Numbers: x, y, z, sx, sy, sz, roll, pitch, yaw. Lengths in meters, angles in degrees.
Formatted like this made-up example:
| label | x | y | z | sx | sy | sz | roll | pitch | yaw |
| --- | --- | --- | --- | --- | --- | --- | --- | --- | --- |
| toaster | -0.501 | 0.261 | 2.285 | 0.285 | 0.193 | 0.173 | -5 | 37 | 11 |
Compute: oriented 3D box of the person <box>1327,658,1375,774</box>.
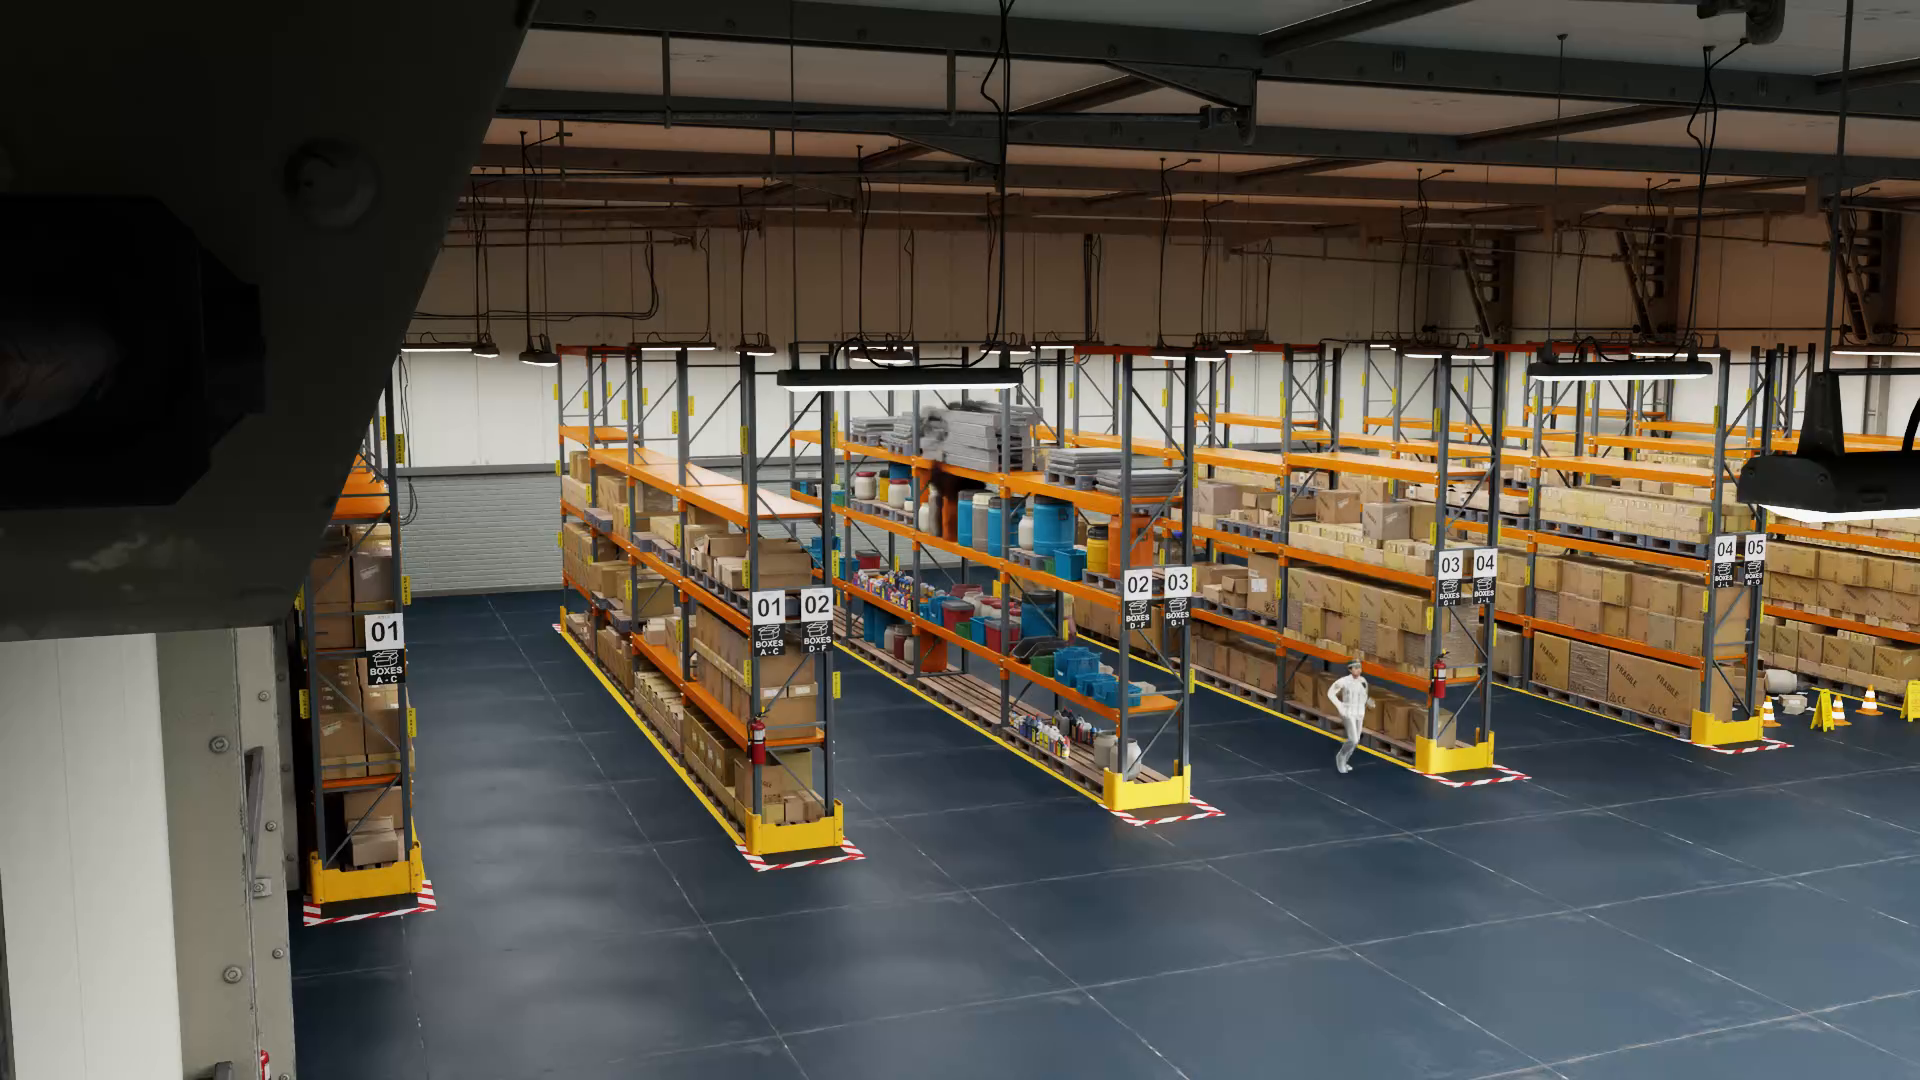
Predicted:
| label | x | y | z | sx | sy | sz | roll | pitch | yaw |
| --- | --- | --- | --- | --- | --- | --- | --- | --- | --- |
| person | 5.614 | 2.505 | 23.695 | 0.613 | 1.670 | 0.609 | -3 | 8 | -23 |

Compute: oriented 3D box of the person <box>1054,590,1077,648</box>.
| label | x | y | z | sx | sy | sz | roll | pitch | yaw |
| --- | --- | --- | --- | --- | --- | --- | --- | --- | --- |
| person | 1.999 | 1.488 | 31.801 | 0.592 | 1.719 | 0.698 | -3 | 8 | -24 |

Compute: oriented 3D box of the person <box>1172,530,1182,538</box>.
| label | x | y | z | sx | sy | sz | roll | pitch | yaw |
| --- | --- | --- | --- | --- | --- | --- | --- | --- | --- |
| person | 5.502 | 0.232 | 41.523 | 0.572 | 1.642 | 0.923 | 7 | 10 | 44 |

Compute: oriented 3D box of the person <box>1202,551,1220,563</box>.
| label | x | y | z | sx | sy | sz | roll | pitch | yaw |
| --- | --- | --- | --- | --- | --- | --- | --- | --- | --- |
| person | 6.330 | 0.190 | 41.623 | 0.614 | 1.711 | 0.658 | 3 | 8 | 23 |
